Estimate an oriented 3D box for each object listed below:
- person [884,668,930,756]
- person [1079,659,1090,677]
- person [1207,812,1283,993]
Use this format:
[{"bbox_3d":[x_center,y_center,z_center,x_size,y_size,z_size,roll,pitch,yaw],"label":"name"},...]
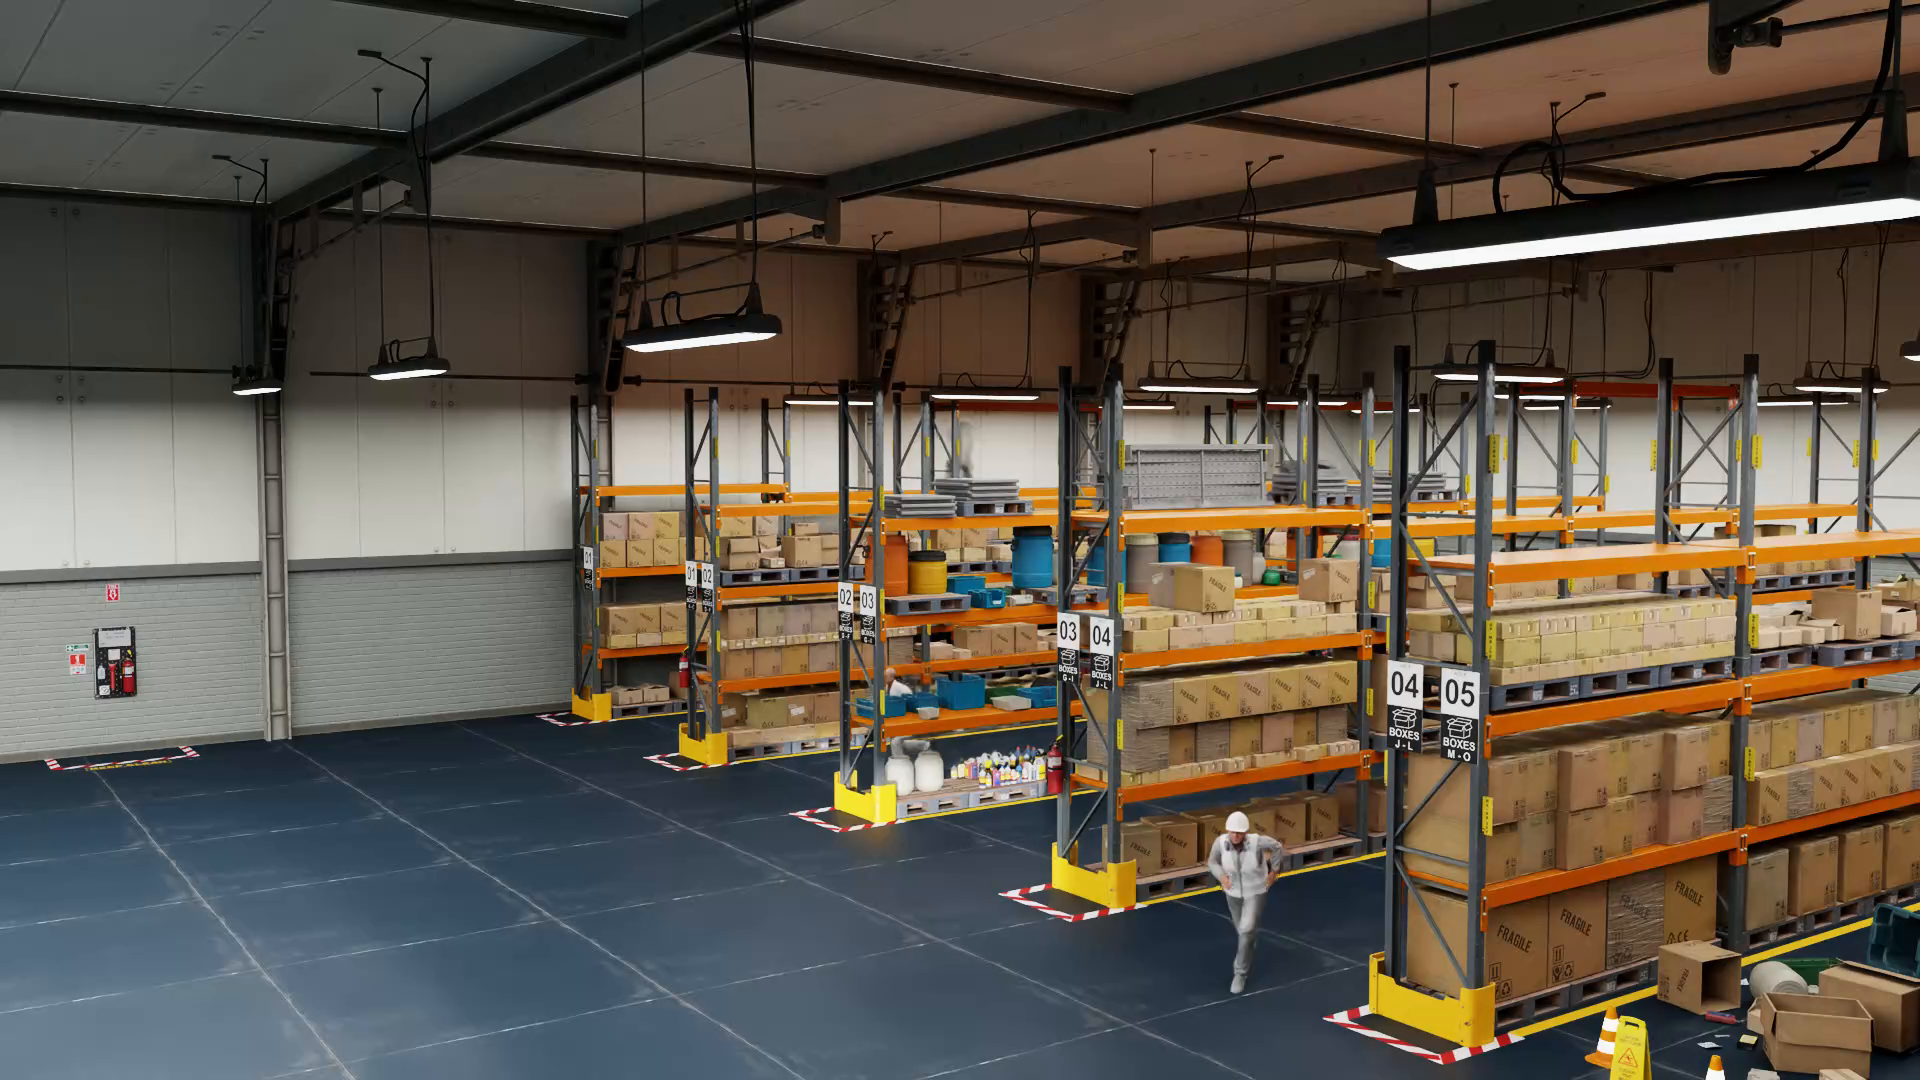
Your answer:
[{"bbox_3d":[-0.817,2.798,25.512,0.860,1.723,0.710,-3,4,-36],"label":"person"},{"bbox_3d":[2.576,2.036,34.128,0.770,1.729,0.607,-2,4,-30],"label":"person"},{"bbox_3d":[2.735,3.390,15.898,0.701,1.731,1.044,1,4,19],"label":"person"}]
